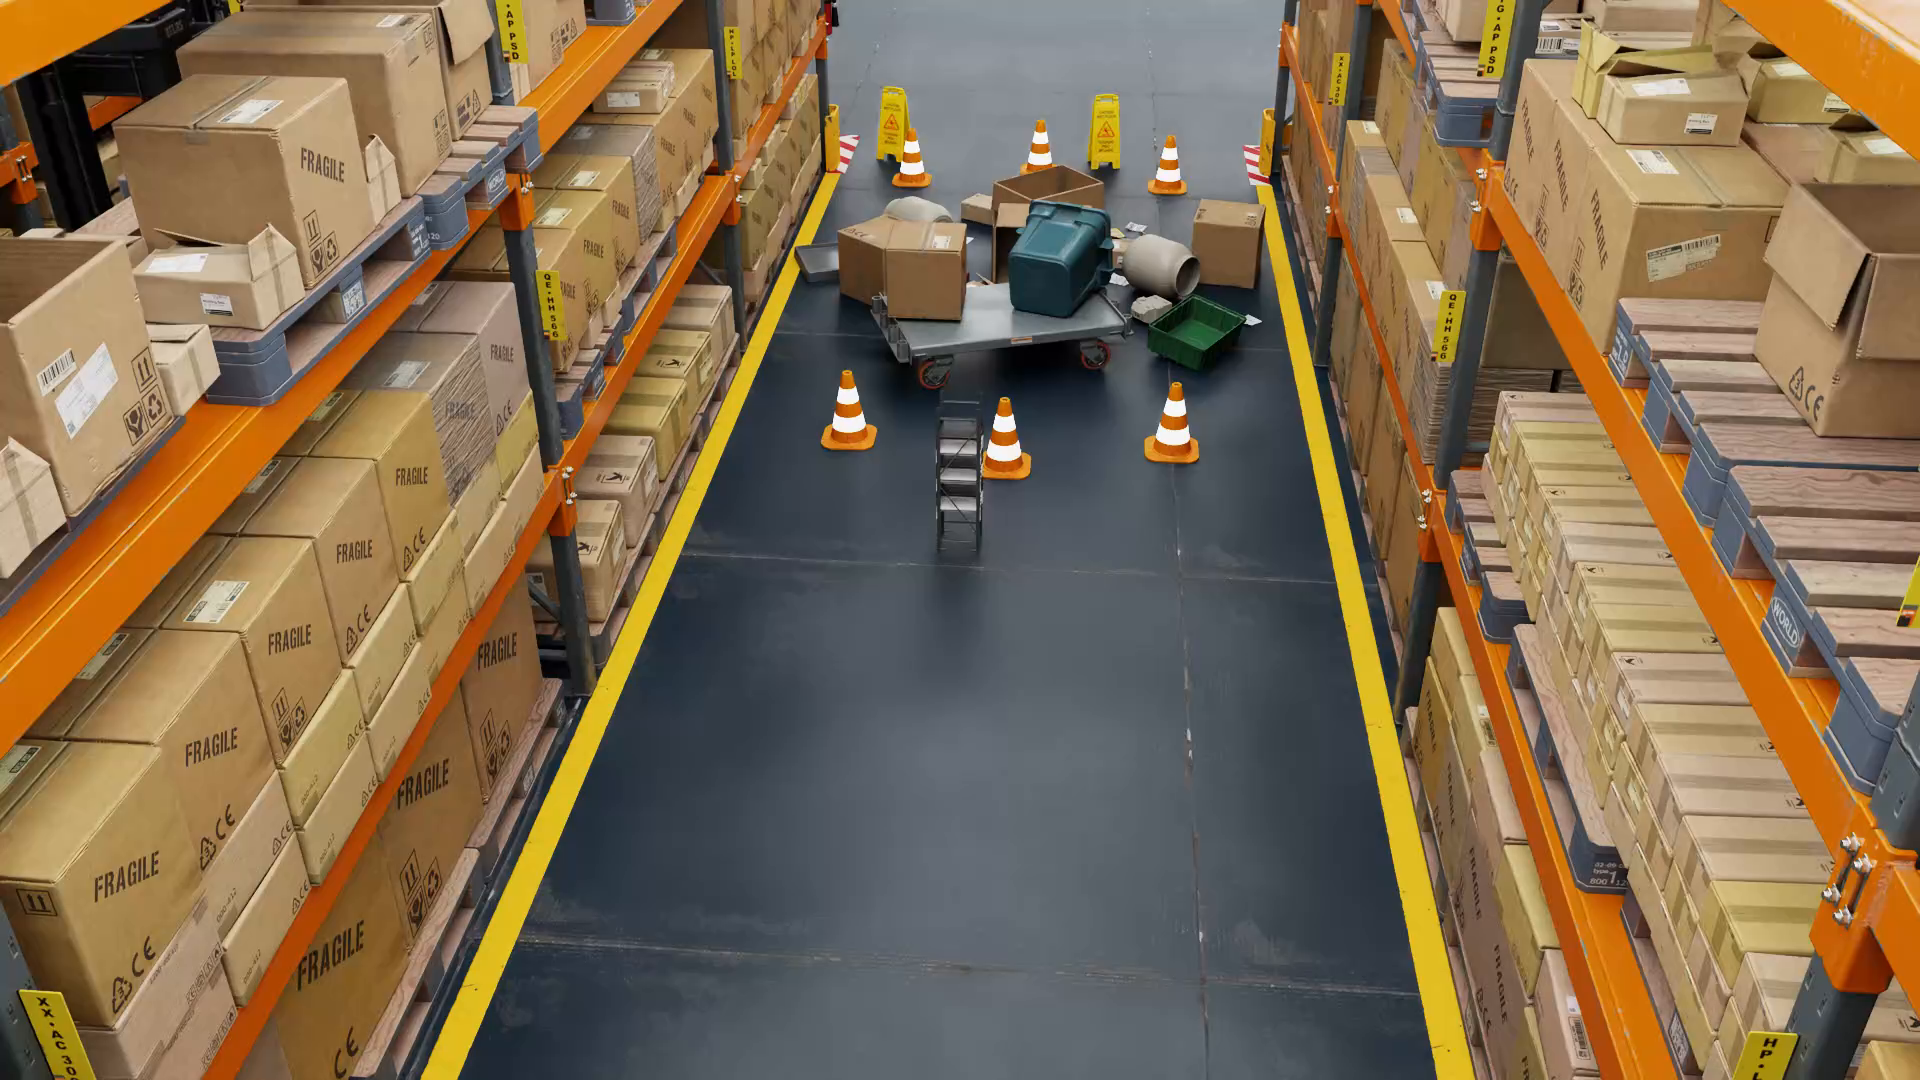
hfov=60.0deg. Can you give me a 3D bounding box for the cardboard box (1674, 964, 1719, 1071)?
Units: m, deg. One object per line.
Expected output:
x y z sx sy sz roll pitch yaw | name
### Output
2.146 1.282 4.430 0.380 0.149 0.250 3 32 4 | cardboard box

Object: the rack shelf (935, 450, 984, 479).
-0.001 -0.427 9.258 0.258 0.077 0.200 2 32 4 | rack shelf

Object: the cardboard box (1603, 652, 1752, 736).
2.236 0.481 5.163 0.380 0.149 0.250 1 32 2 | cardboard box

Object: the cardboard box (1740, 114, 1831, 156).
2.796 -1.134 5.556 0.500 0.500 0.500 2 32 4 | cardboard box

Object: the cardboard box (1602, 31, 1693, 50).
2.803 -1.945 6.712 0.380 0.149 0.250 1 32 2 | cardboard box

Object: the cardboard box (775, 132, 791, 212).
-1.607 -2.812 12.739 0.500 0.500 0.500 4 32 7 | cardboard box

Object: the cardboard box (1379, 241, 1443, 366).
2.468 -1.197 8.519 0.500 0.500 0.500 2 32 3 | cardboard box

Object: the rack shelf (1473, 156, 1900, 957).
2.454 -0.311 5.002 1.077 0.370 4.000 2 32 4 | rack shelf

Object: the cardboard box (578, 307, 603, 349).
-1.989 -1.066 8.239 0.380 0.149 0.250 0 32 1 | cardboard box

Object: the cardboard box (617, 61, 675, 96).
-1.855 -2.648 9.571 0.380 0.149 0.250 2 32 3 | cardboard box

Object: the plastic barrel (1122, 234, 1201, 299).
1.506 -2.039 12.436 0.512 0.421 0.421 27 41 37 | plastic barrel

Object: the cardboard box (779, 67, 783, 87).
-1.548 -3.481 12.560 0.380 0.149 0.250 2 32 4 | cardboard box

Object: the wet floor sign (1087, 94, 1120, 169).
1.297 -3.666 14.864 0.267 0.644 0.232 -3 32 -5 | wet floor sign

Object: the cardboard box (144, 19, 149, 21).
-6.523 -3.909 12.919 0.500 0.500 0.500 3 32 4 | cardboard box

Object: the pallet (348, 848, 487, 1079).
-2.566 1.688 6.590 1.003 0.211 1.213 2 32 4 | pallet

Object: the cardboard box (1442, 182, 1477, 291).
2.703 -1.353 7.818 0.700 0.500 0.500 2 32 3 | cardboard box

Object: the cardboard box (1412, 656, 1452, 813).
2.305 0.859 7.260 0.500 0.500 0.500 1 32 2 | cardboard box

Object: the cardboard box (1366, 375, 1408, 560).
2.824 -0.379 9.029 1.050 0.750 0.750 3 32 5 | cardboard box

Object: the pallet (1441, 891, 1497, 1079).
2.450 1.846 6.333 1.003 0.211 1.213 2 32 4 | pallet

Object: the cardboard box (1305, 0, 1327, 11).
3.065 -4.321 12.511 0.875 0.550 0.550 2 32 4 | cardboard box

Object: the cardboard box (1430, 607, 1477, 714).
2.319 0.531 7.077 0.500 0.250 0.500 1 32 2 | cardboard box

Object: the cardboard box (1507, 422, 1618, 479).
2.367 -0.337 6.490 0.380 0.149 0.250 2 32 3 | cardboard box

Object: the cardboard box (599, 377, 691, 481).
-2.150 -0.682 9.882 0.950 0.372 0.625 3 32 6 | cardboard box

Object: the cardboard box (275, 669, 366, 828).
-2.252 0.644 5.293 0.500 0.250 0.500 3 32 5 | cardboard box

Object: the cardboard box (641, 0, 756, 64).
-1.748 -3.451 10.940 0.700 0.500 0.500 2 32 3 | cardboard box

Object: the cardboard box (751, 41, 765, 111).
-1.668 -3.287 11.626 0.500 0.500 0.500 2 32 4 | cardboard box

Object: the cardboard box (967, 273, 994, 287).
0.206 -1.806 12.208 0.258 0.266 0.396 -20 37 -29 | cardboard box

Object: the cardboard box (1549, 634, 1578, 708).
2.273 0.461 5.762 0.380 0.149 0.250 3 32 5 | cardboard box

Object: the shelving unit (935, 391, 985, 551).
-0.001 -0.379 9.287 0.258 0.900 0.210 2 32 4 | shelving unit

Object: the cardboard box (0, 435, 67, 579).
-2.261 -0.098 3.699 0.396 0.266 0.258 2 32 4 | cardboard box

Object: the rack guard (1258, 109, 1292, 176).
3.270 -3.517 14.761 1.175 0.500 0.348 2 32 4 | rack guard

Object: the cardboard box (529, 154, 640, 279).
-1.986 -1.668 8.599 0.500 0.500 0.500 3 32 5 | cardboard box

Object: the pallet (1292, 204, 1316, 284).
3.179 -2.324 13.100 1.003 0.211 1.213 2 32 4 | pallet

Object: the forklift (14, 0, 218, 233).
-4.497 -1.903 9.825 1.130 2.935 3.031 3 32 4 | forklift

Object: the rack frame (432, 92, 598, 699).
-2.325 -0.544 7.554 1.000 3.000 0.127 2 32 4 | rack frame

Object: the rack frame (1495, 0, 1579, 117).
2.617 -2.940 5.723 1.000 3.000 0.127 2 32 4 | rack frame

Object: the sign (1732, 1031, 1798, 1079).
1.738 1.191 3.635 0.100 0.325 0.005 2 32 4 | sign

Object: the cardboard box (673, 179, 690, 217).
-1.808 -2.020 9.788 0.380 0.149 0.250 3 32 4 | cardboard box

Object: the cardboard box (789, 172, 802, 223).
-1.559 -2.757 13.366 0.500 0.250 0.500 1 32 2 | cardboard box

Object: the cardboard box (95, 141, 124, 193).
-6.543 -2.786 12.460 0.500 0.250 0.500 3 32 4 | cardboard box

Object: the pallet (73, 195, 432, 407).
-2.413 -0.817 5.318 1.003 0.211 1.213 4 32 6 | pallet

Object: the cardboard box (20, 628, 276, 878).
-2.315 0.594 4.659 0.500 0.500 0.500 2 32 4 | cardboard box

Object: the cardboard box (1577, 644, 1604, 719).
2.256 0.475 5.456 0.380 0.149 0.250 4 32 6 | cardboard box

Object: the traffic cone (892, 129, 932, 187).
-0.423 -3.367 14.554 0.336 0.463 0.334 2 32 4 | traffic cone

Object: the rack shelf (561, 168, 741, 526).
-2.162 -1.284 9.440 1.077 0.370 4.000 2 32 4 | rack shelf

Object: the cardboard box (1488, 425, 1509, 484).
2.377 -0.340 6.779 0.380 0.149 0.250 4 32 6 | cardboard box

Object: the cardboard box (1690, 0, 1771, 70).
2.843 -1.808 5.922 0.396 0.266 0.258 2 32 4 | cardboard box

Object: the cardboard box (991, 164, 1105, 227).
0.706 -2.638 13.331 0.797 0.503 0.637 -20 37 -29 | cardboard box

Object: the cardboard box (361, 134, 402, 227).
-2.089 -1.208 5.500 0.396 0.266 0.258 2 32 3 | cardboard box

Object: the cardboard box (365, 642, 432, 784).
-2.204 0.593 5.851 0.500 0.250 0.500 2 32 3 | cardboard box

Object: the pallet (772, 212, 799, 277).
-1.883 -2.441 13.290 1.003 0.211 1.213 2 32 4 | pallet

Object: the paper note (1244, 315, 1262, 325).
2.095 -1.604 12.103 0.147 0.020 0.142 -20 37 -29 | paper note

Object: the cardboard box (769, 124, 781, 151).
-1.553 -3.009 12.441 0.380 0.149 0.250 4 32 7 | cardboard box

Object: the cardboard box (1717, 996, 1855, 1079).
2.127 1.291 4.132 0.380 0.149 0.250 3 32 5 | cardboard box

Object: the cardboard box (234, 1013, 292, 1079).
-2.680 1.946 5.139 0.875 0.875 0.875 3 32 6 | cardboard box

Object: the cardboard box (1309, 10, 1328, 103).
3.087 -3.582 12.340 0.875 0.550 0.500 2 32 4 | cardboard box
